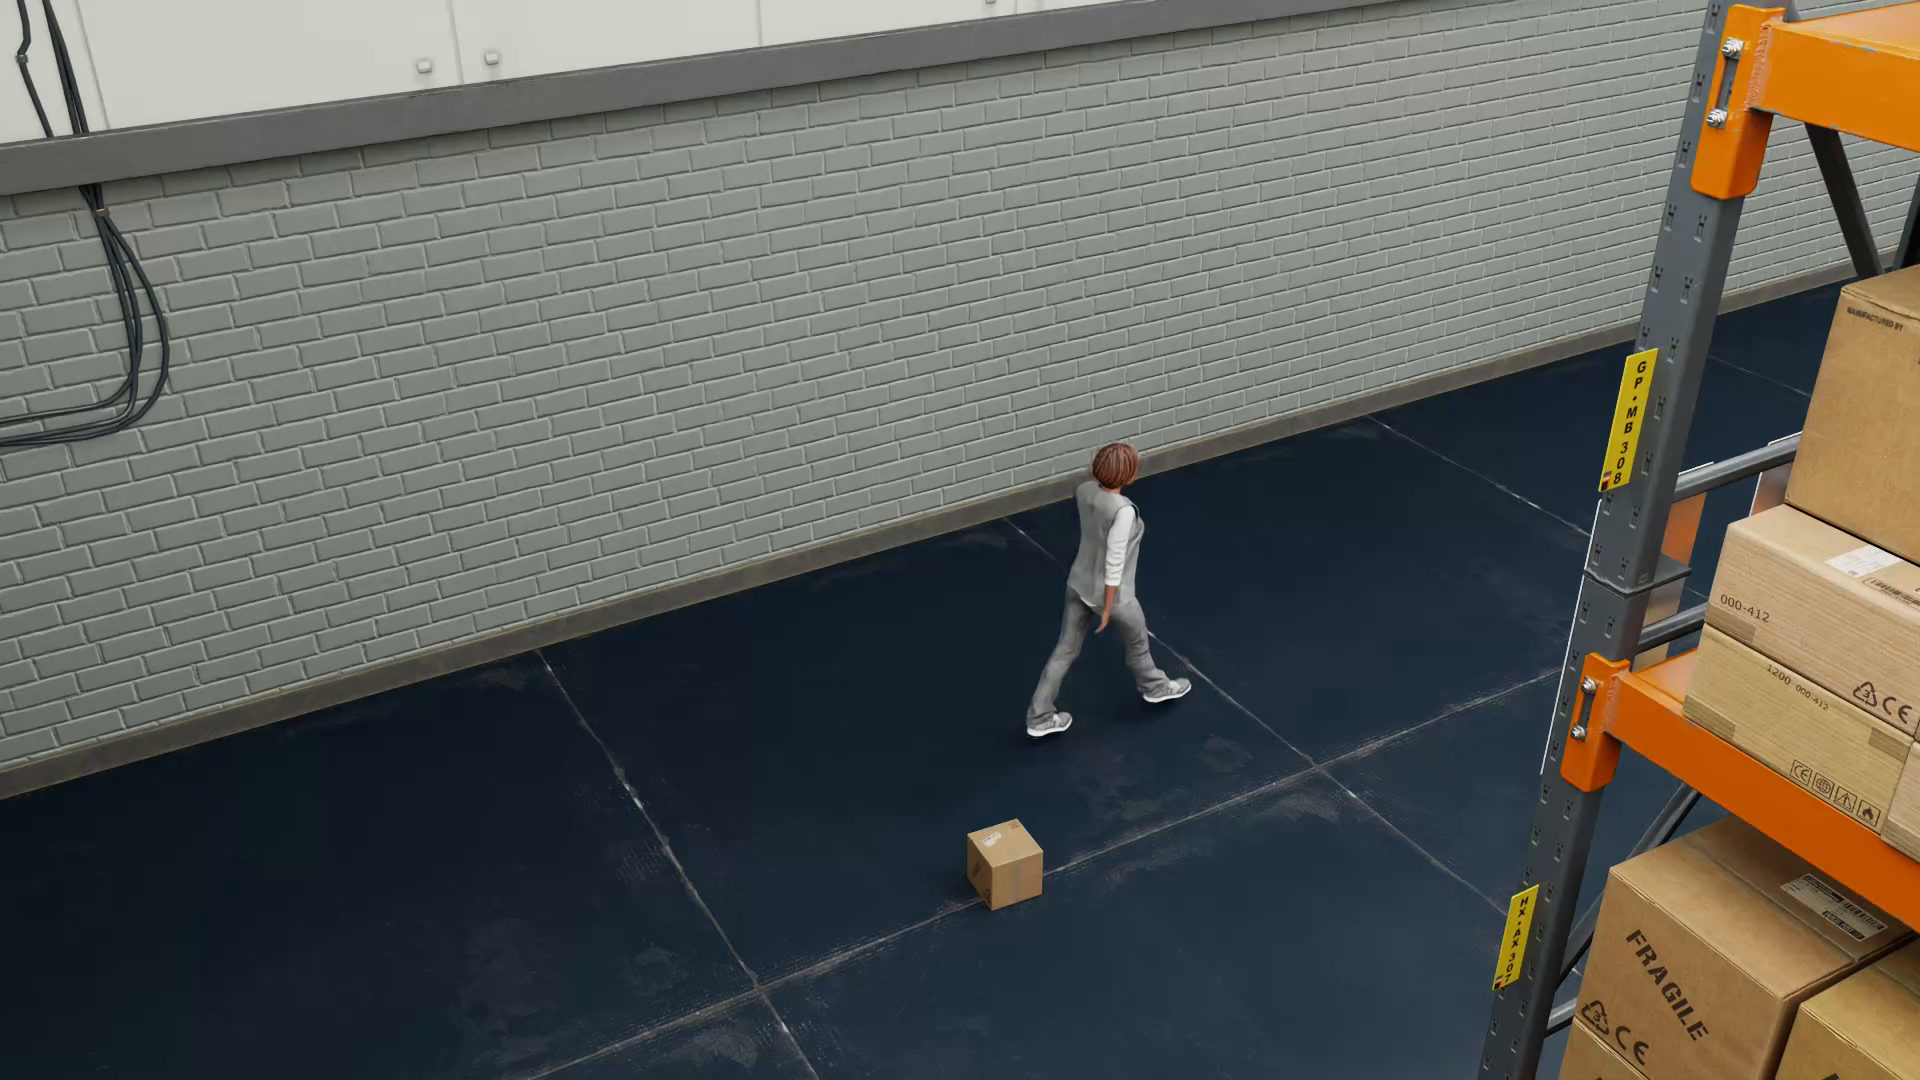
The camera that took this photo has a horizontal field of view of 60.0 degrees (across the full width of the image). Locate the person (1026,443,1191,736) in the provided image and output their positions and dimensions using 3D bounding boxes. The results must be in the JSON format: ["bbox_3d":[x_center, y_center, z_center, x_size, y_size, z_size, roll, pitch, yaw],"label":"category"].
[{"bbox_3d":[0.736,0.213,8.175,0.978,1.519,0.444,-20,35,-31],"label":"person"}]
